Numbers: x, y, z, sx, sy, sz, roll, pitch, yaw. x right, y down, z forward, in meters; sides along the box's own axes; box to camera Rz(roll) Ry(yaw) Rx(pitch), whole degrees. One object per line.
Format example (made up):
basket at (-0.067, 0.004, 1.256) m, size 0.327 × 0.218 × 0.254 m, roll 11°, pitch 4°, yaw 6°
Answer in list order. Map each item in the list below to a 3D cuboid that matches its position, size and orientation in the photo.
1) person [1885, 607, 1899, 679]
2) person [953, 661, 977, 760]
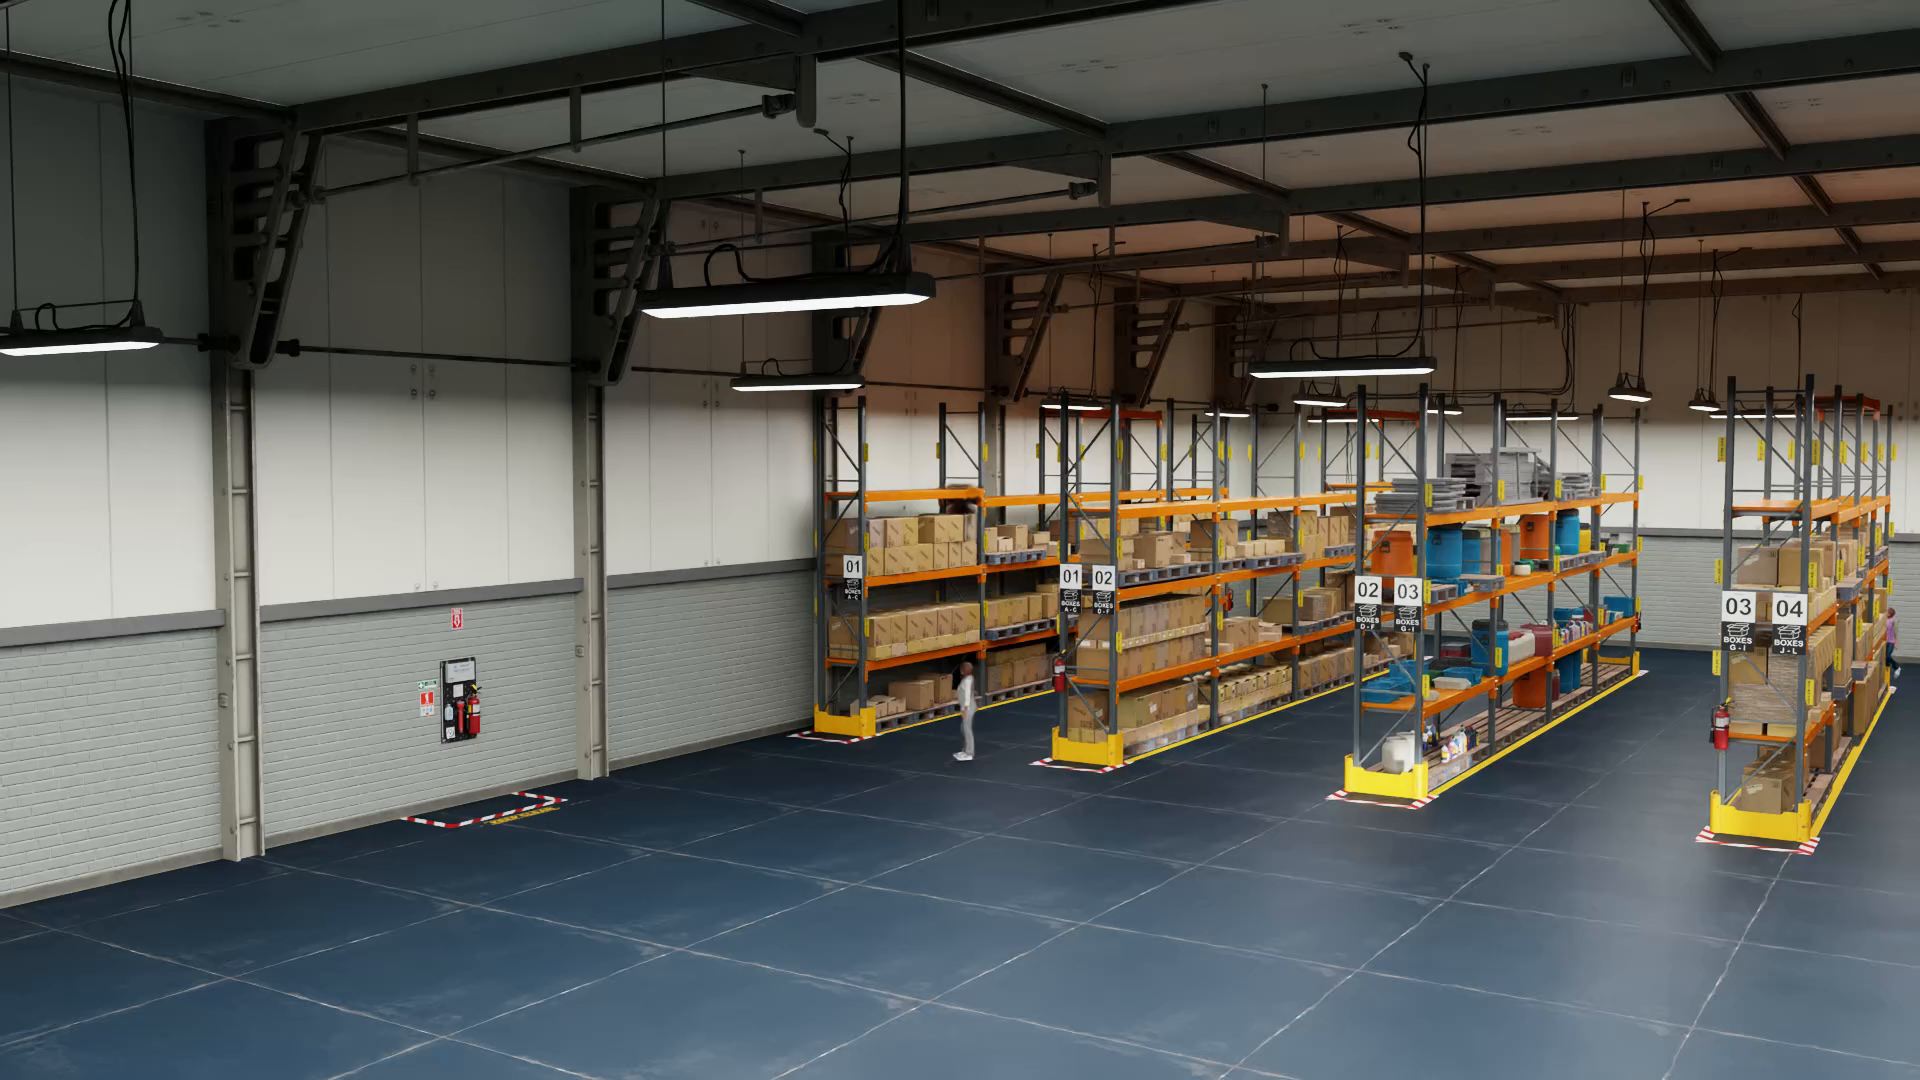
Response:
person at (20.393, 2.267, 36.521) m, size 0.426 × 1.603 × 0.441 m, roll -1°, pitch 3°, yaw -14°
person at (0.085, 2.820, 27.060) m, size 0.367 × 1.492 × 0.463 m, roll 0°, pitch 3°, yaw -8°
